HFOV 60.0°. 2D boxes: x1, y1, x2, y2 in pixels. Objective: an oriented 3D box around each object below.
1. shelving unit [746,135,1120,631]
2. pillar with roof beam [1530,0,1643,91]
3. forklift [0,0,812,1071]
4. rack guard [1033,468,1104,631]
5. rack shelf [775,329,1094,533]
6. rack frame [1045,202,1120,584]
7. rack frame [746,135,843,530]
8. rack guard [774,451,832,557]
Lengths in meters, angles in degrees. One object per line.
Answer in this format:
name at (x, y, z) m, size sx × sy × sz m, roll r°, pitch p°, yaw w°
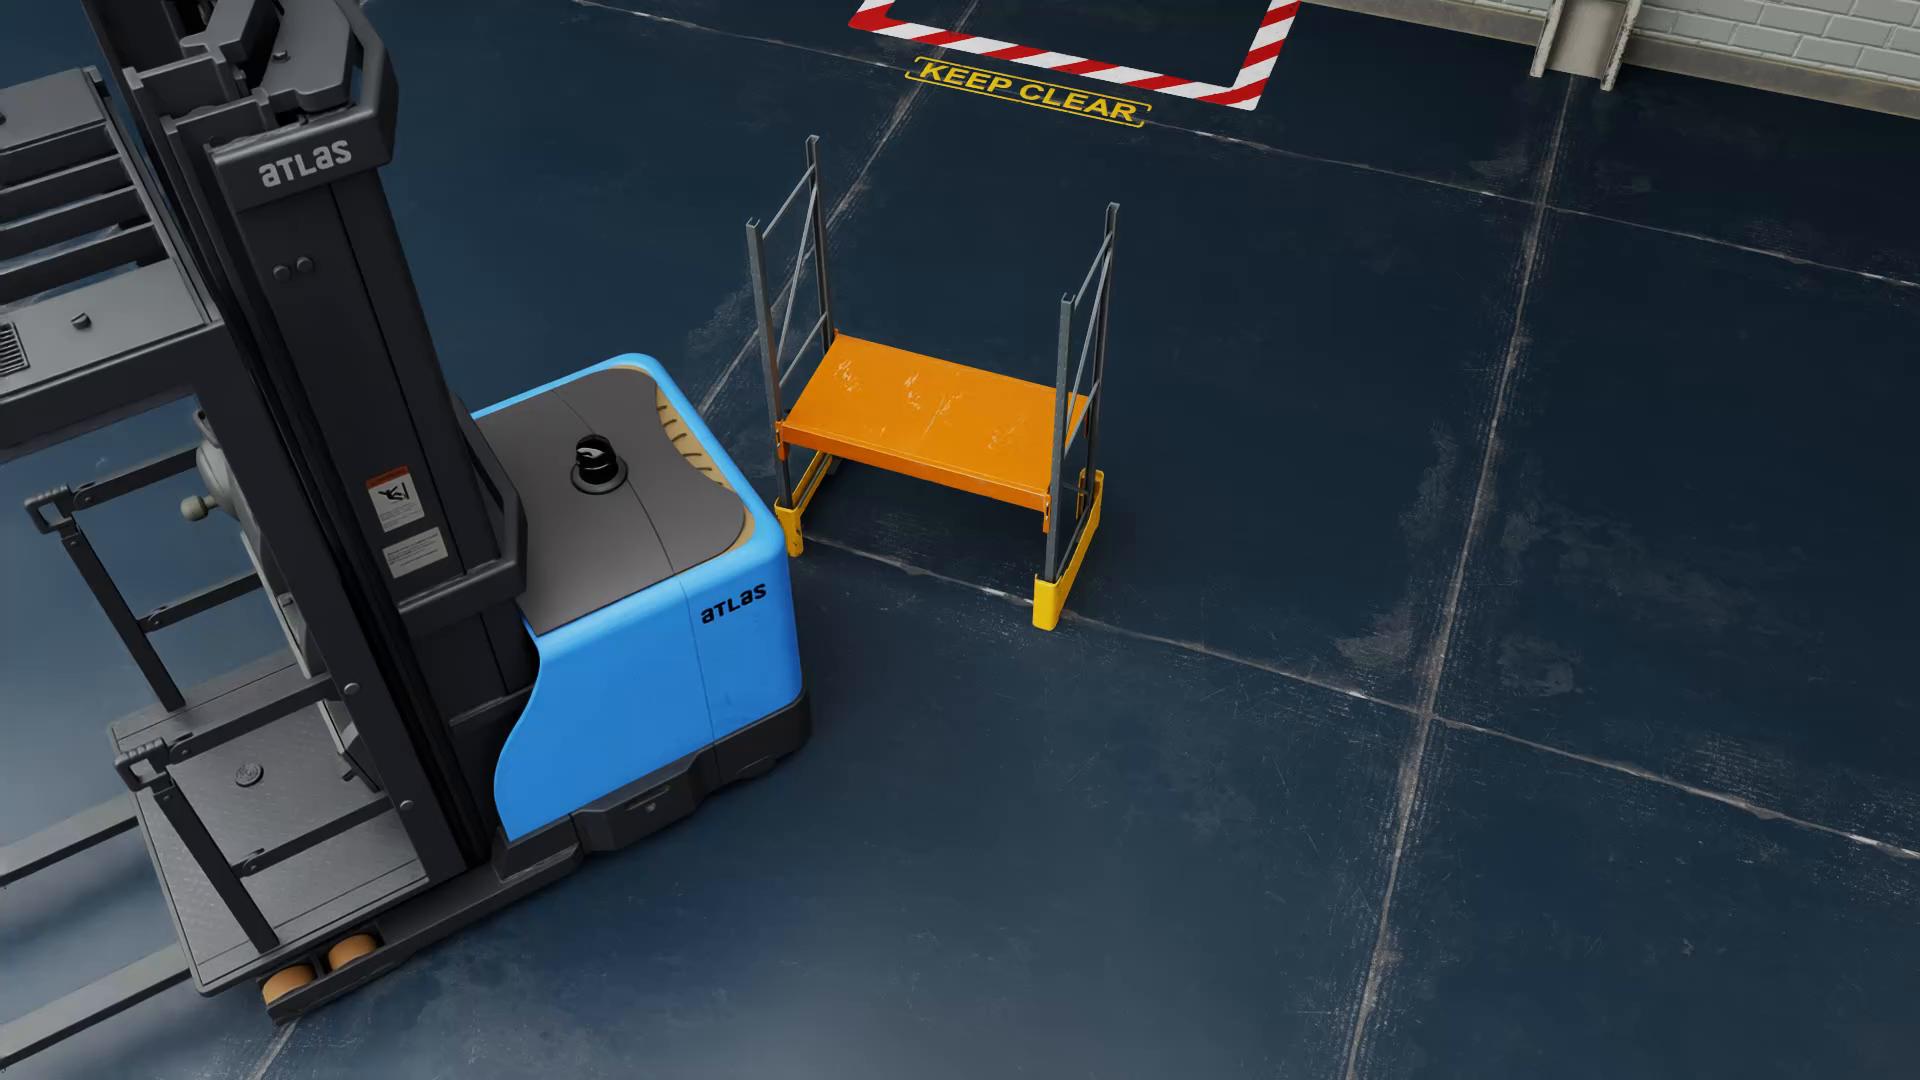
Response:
shelving unit at (-0.072, -0.511, 5.701) m, size 1.083 × 1.500 × 0.587 m, roll 16°, pitch 51°, yaw 13°
pillar with roof beam at (1.574, -2.258, 2.252) m, size 0.400 × 9.000 × 9.100 m, roll 16°, pitch 51°, yaw 13°
forklift at (-2.021, 0.014, 4.298) m, size 3.031 × 2.935 × 1.130 m, roll -25°, pitch 54°, yaw -20°
rack guard at (0.396, 0.029, 6.060) m, size 0.087 × 0.250 × 0.587 m, roll 16°, pitch 51°, yaw 13°
rack shelf at (-0.080, -0.396, 5.839) m, size 1.000 × 0.185 × 0.538 m, roll 16°, pitch 51°, yaw 13°
rack frame at (0.397, -0.380, 5.587) m, size 0.032 × 1.500 × 0.500 m, roll 16°, pitch 51°, yaw 13°
rack frame at (-0.557, -0.647, 5.818) m, size 0.032 × 1.500 × 0.500 m, roll 16°, pitch 51°, yaw 13°
rack guard at (-0.539, -0.232, 6.286) m, size 0.087 × 0.250 × 0.587 m, roll 16°, pitch 51°, yaw 13°
